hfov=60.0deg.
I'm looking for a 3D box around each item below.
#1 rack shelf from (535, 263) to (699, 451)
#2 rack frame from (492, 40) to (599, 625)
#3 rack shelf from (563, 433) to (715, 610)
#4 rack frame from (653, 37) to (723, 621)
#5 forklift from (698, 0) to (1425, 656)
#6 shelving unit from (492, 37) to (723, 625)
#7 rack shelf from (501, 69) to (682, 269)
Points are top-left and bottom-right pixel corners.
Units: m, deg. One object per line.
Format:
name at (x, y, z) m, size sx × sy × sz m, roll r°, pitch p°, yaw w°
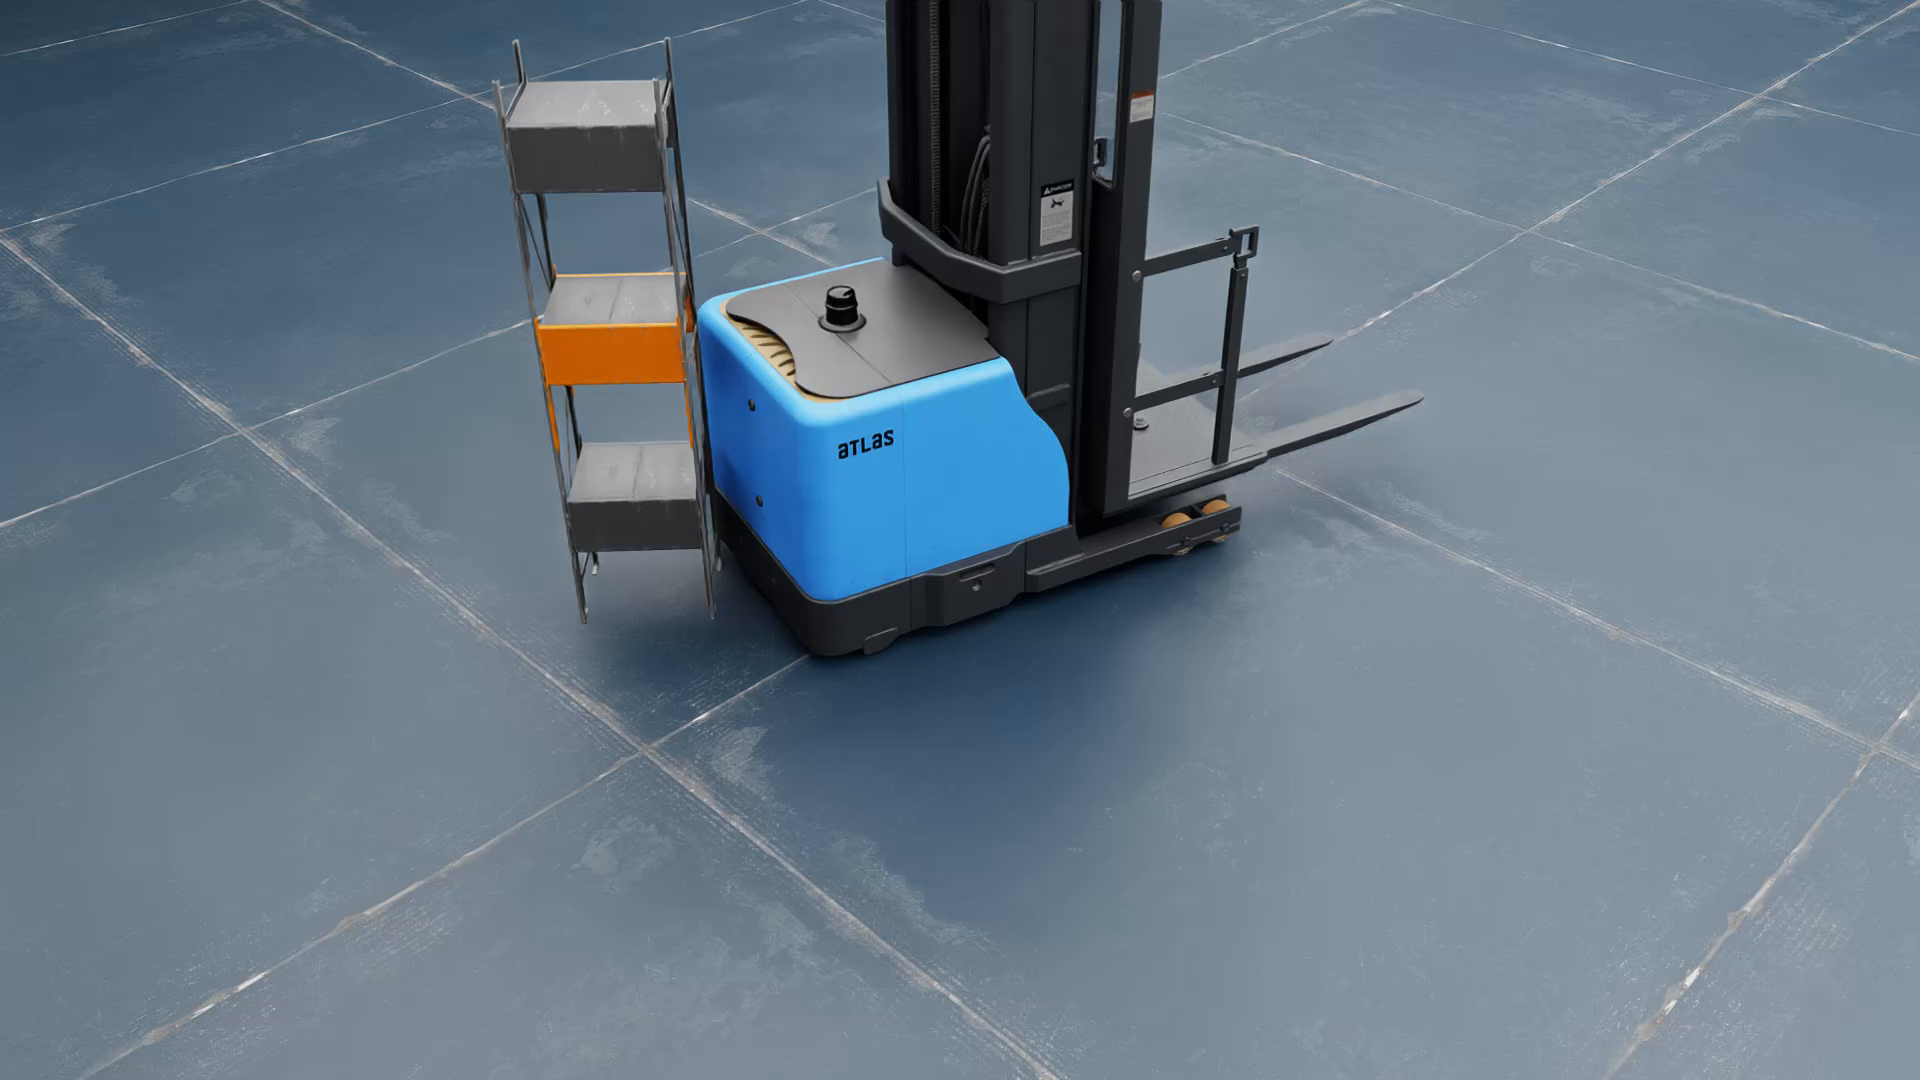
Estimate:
rack shelf at (-1.189, -0.649, 5.867) m, size 0.480 × 0.518 × 0.431 m, roll -2°, pitch 35°, yaw -2°
rack frame at (-1.433, -0.653, 5.850) m, size 0.015 × 2.100 × 0.400 m, roll -2°, pitch 35°, yaw -2°
rack shelf at (-1.189, -0.076, 6.269) m, size 0.480 × 0.518 × 0.431 m, roll -2°, pitch 35°, yaw -2°
rack frame at (-0.946, -0.666, 5.869) m, size 0.015 × 2.100 × 0.400 m, roll -2°, pitch 35°, yaw -2°
forklift at (0.551, -1.387, 6.176) m, size 3.031 × 2.935 × 1.130 m, roll -18°, pitch 39°, yaw -24°
shelving unit at (-1.189, -0.660, 5.859) m, size 0.503 × 2.100 × 0.431 m, roll -2°, pitch 35°, yaw -2°
rack shelf at (-1.189, -1.222, 5.465) m, size 0.480 × 0.518 × 0.431 m, roll -2°, pitch 35°, yaw -2°
